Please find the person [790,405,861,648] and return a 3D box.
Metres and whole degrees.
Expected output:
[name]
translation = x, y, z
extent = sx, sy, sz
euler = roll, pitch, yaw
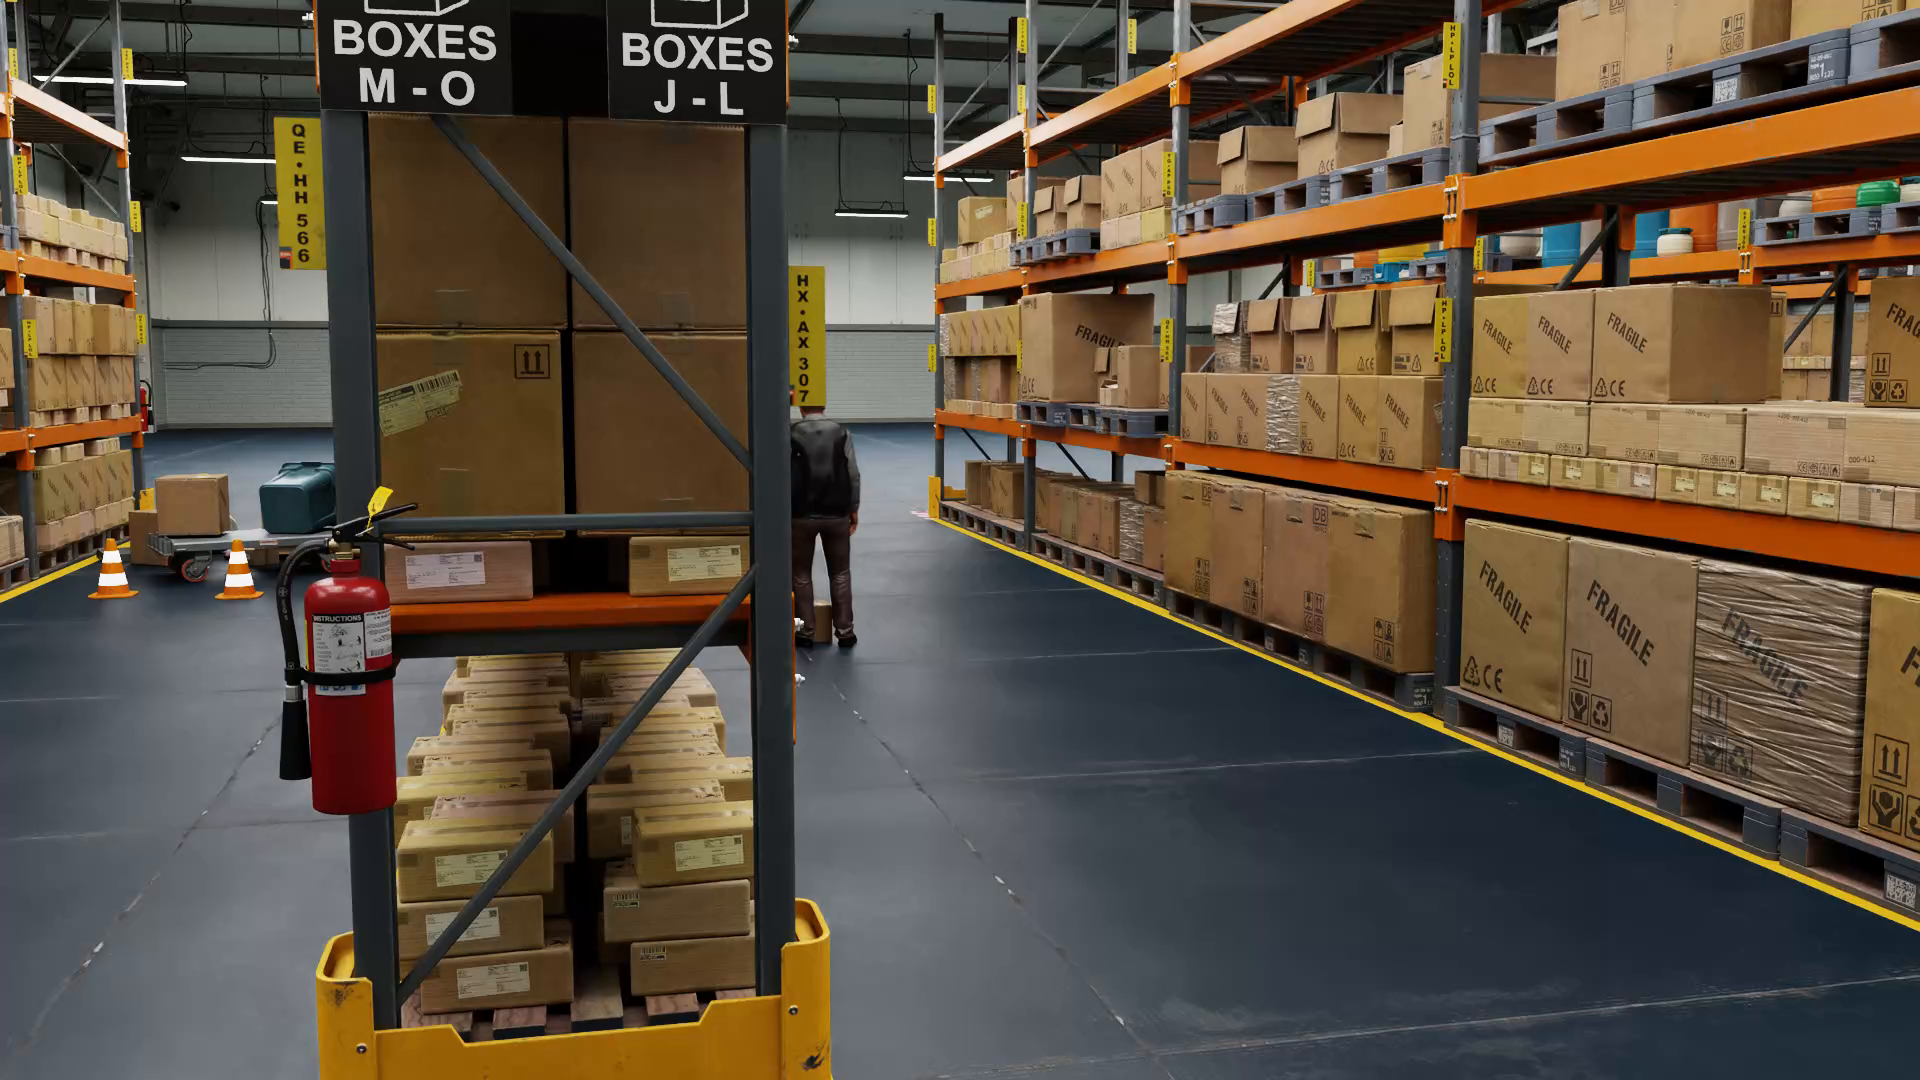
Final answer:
[person]
translation = -0.945, -0.101, 10.988
extent = 0.582, 1.618, 0.461
euler = -2, 6, -14
